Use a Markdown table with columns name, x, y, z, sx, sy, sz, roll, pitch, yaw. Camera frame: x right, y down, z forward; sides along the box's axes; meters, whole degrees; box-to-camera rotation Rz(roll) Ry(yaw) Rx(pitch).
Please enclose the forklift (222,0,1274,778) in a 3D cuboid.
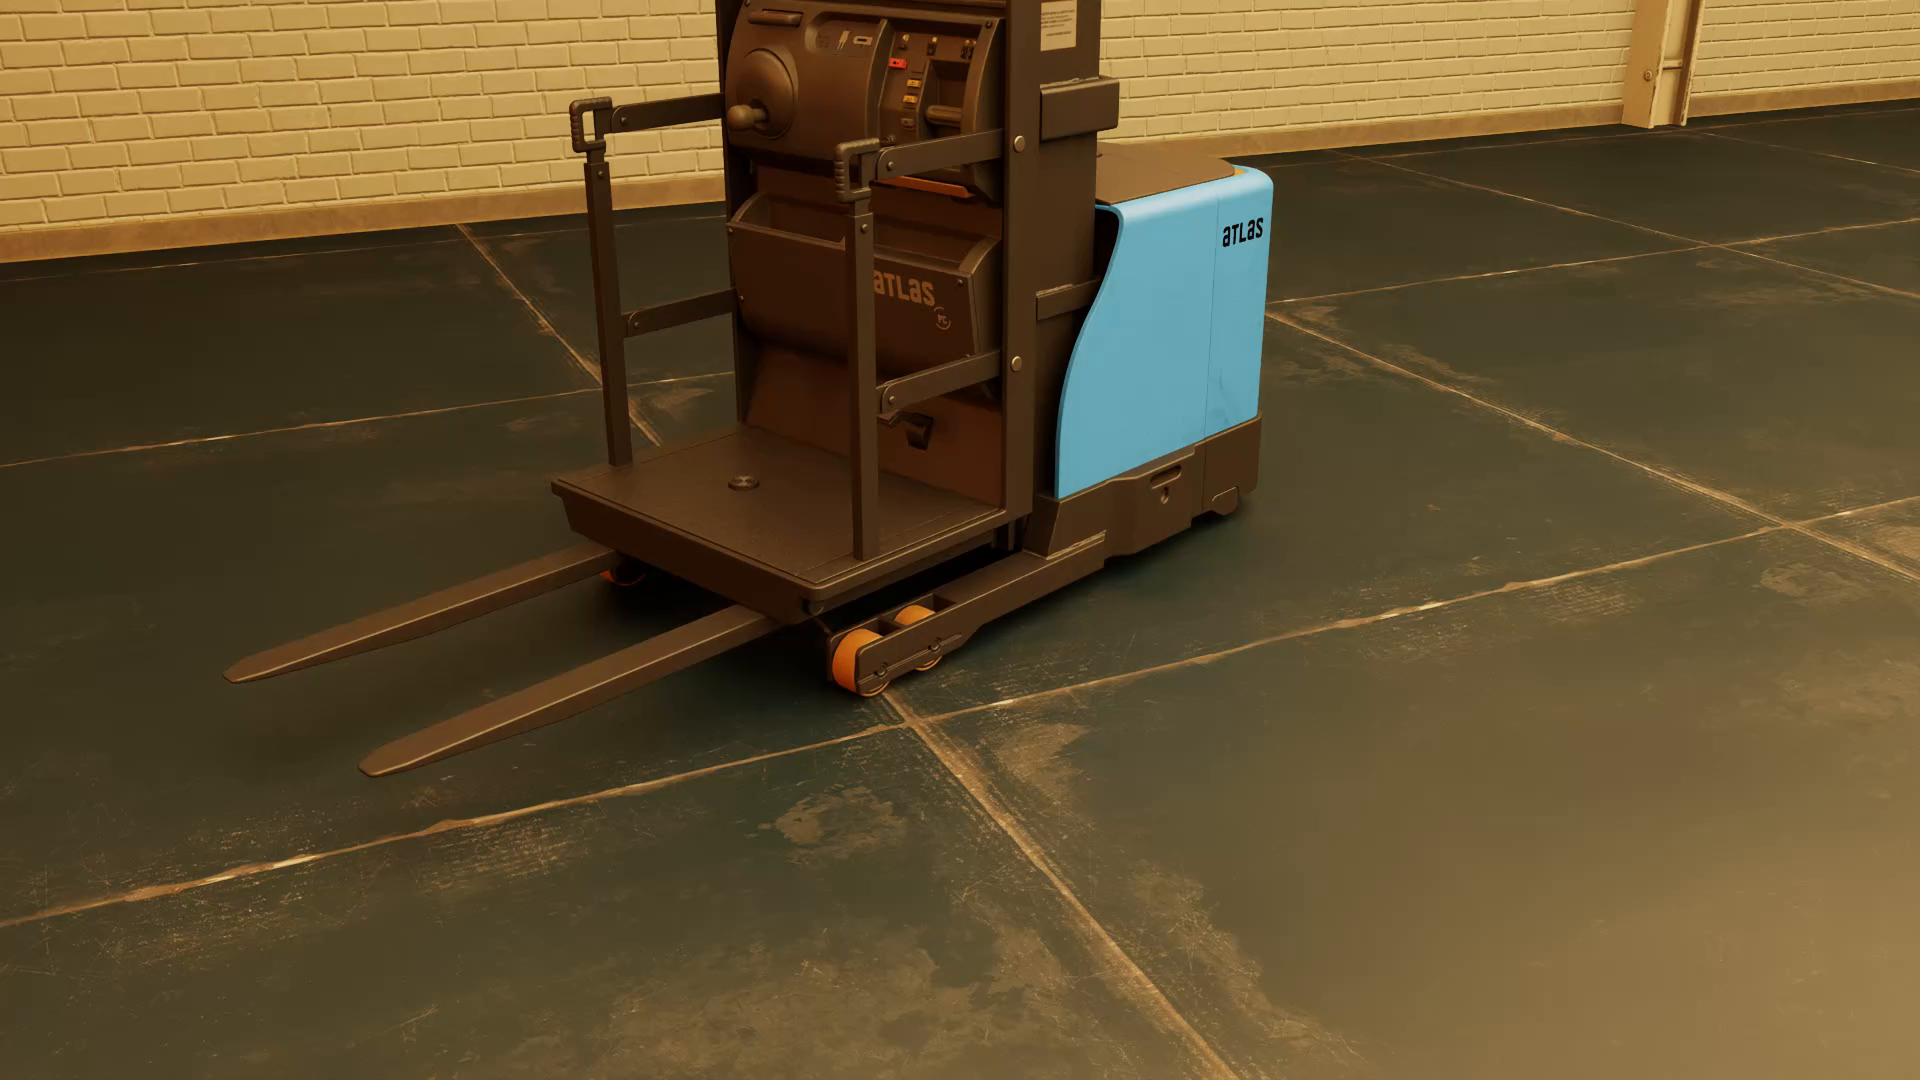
| name | x | y | z | sx | sy | sz | roll | pitch | yaw |
| --- | --- | --- | --- | --- | --- | --- | --- | --- | --- |
| forklift | -0.413 | -1.182 | 4.131 | 1.130 | 2.935 | 3.031 | 19 | 29 | 39 |
